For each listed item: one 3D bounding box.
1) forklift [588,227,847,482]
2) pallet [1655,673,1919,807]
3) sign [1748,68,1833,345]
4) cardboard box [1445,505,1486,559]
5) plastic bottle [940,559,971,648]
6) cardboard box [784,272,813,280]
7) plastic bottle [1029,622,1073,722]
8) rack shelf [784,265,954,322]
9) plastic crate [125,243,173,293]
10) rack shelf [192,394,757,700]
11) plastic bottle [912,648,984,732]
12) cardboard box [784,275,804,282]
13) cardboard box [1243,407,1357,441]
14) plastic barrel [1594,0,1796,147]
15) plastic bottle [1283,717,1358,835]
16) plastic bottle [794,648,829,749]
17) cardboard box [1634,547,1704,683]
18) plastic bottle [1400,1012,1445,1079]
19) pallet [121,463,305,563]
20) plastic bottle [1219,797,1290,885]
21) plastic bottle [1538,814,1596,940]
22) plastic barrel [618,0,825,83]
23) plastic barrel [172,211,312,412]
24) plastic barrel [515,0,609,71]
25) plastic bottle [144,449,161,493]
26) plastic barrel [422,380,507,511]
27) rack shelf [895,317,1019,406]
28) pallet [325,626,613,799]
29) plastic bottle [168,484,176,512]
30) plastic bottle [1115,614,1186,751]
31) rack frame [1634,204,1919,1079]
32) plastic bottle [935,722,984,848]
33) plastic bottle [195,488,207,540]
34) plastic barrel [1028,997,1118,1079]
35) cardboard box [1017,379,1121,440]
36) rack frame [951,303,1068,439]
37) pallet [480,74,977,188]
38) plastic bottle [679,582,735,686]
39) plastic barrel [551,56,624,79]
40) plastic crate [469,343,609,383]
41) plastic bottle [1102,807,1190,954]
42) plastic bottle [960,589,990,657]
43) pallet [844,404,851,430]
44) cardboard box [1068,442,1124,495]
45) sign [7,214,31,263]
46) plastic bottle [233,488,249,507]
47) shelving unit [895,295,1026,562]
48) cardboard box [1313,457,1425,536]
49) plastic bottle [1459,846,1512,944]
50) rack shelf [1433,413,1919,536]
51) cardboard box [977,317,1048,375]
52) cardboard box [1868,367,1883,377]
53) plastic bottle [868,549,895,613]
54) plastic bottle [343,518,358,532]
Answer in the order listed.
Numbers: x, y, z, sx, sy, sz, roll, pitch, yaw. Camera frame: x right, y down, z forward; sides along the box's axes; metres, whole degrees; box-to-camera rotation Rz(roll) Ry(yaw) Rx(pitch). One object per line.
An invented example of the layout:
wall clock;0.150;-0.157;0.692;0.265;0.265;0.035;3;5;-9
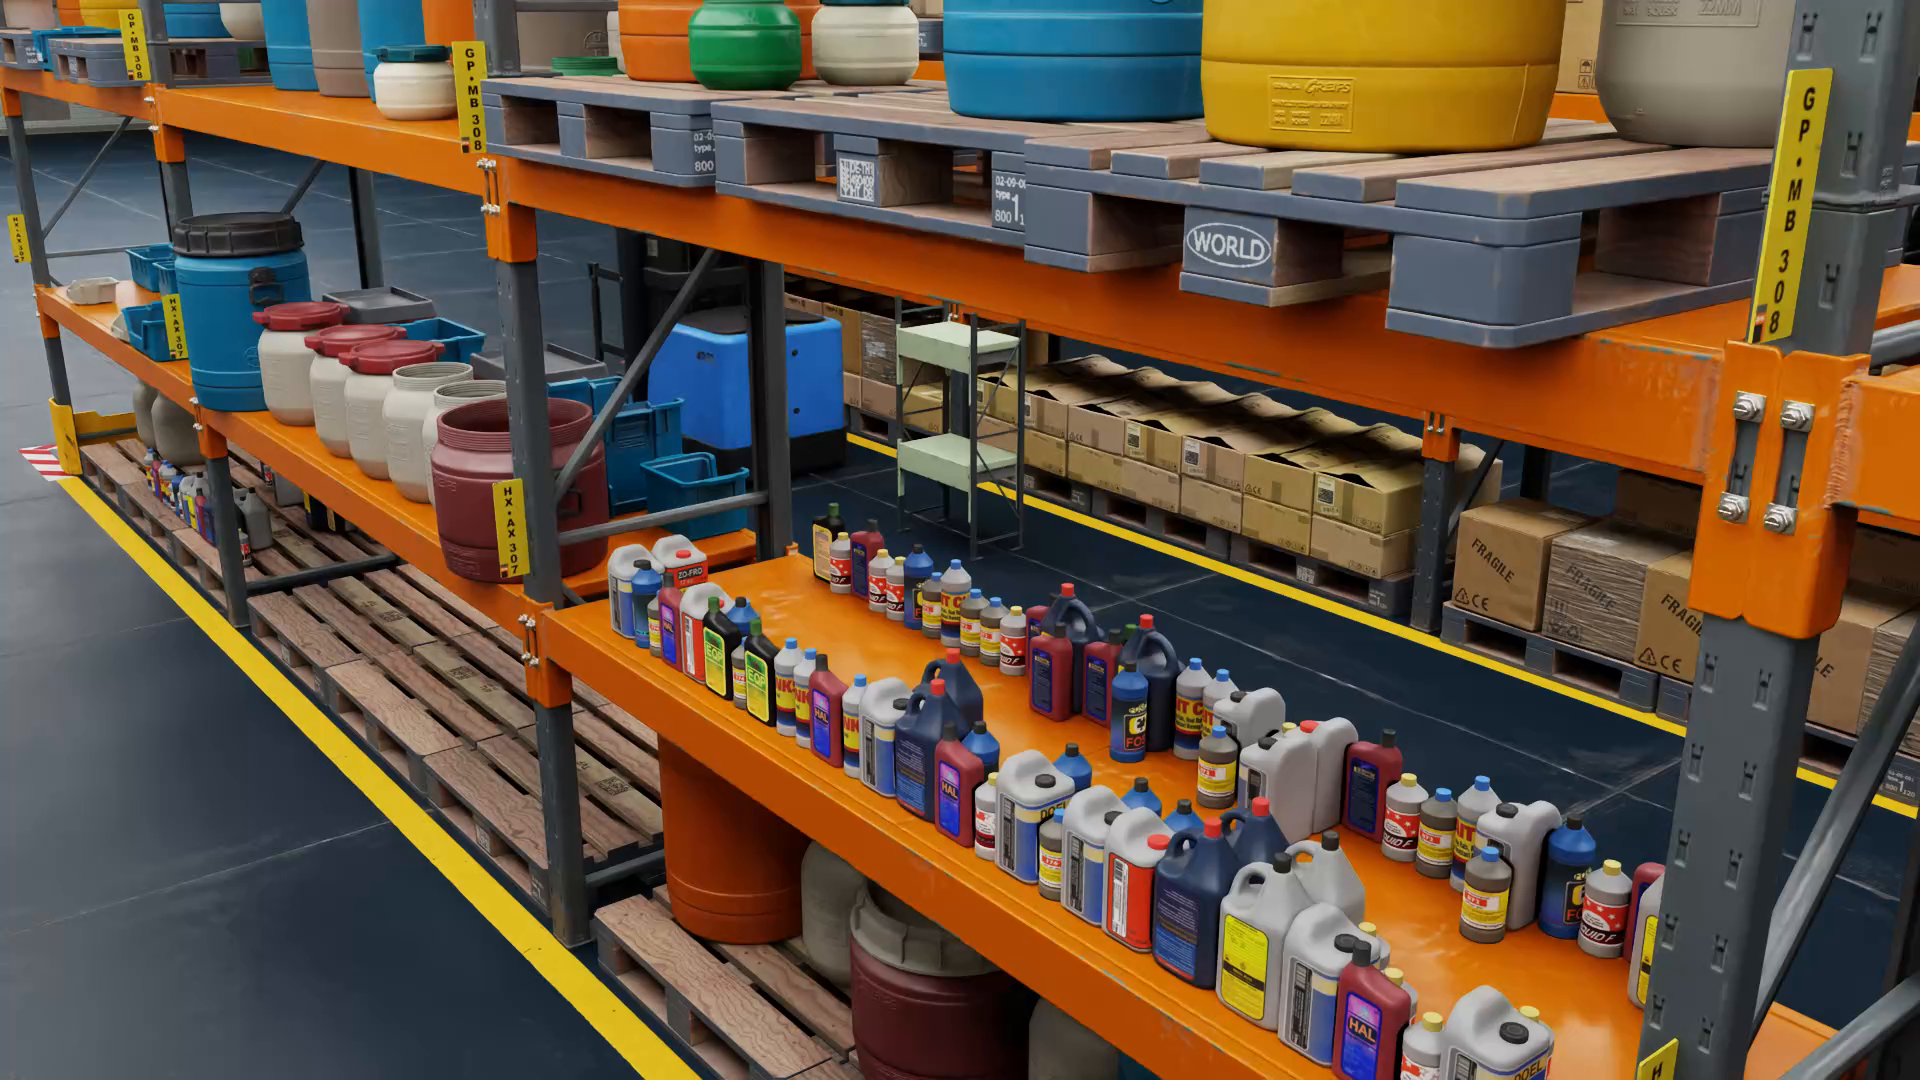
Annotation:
forklift;-2.130;-2.162;12.229;1.130;2.935;3.031;-15;23;-37
pallet;4.032;0.782;7.667;1.003;0.211;1.213;-14;23;-36
sign;1.010;-0.404;2.024;0.100;0.325;0.005;-14;23;-36
cardboard box;2.749;-0.114;9.642;0.500;0.250;0.500;-14;23;-36
plastic bottle;-0.013;0.194;5.209;0.097;0.271;0.097;0;18;0
cardboard box;-1.556;-2.181;14.691;0.500;0.500;0.500;-14;23;-36
plastic bottle;0.256;0.359;4.692;0.061;0.283;0.133;-14;23;-36
rack shelf;-0.881;-2.171;13.291;1.077;0.370;4.000;-14;23;-36
plastic crate;-5.463;-1.904;11.577;0.499;0.251;0.616;-14;23;-36
rack shelf;-2.283;-0.220;7.398;1.077;0.370;4.000;-14;23;-36
plastic bottle;-0.033;0.444;4.328;0.144;0.351;0.185;-14;23;-36
cardboard box;-1.652;-1.957;14.014;0.500;0.500;0.500;-14;23;-36
cardboard box;2.102;-0.635;10.321;0.500;0.311;0.500;-15;23;-38
plastic barrel;1.312;-0.949;2.800;0.433;0.535;0.433;0;18;0
plastic bottle;0.879;0.560;4.097;0.152;0.276;0.135;-14;23;-36
plastic bottle;-0.401;0.424;4.514;0.097;0.271;0.097;0;18;0
cardboard box;3.540;0.364;7.767;0.500;0.500;0.500;-14;23;-37
plastic bottle;0.851;0.955;3.024;0.097;0.201;0.097;0;18;0
pallet;-4.670;-0.205;10.644;1.003;0.211;1.213;-14;23;-36
plastic bottle;0.614;0.705;3.541;0.144;0.351;0.185;-14;23;-36
plastic bottle;1.320;0.723;3.611;0.097;0.271;0.097;0;18;0
plastic barrel;-0.691;-1.755;4.767;0.600;0.830;0.708;-14;23;-36
plastic barrel;-3.522;-1.137;8.228;0.600;0.901;0.708;-14;23;-36
plastic barrel;-1.381;-1.975;5.985;0.600;0.901;0.600;0;18;0
plastic bottle;-5.126;-0.446;10.577;0.097;0.271;0.097;0;18;0
plastic barrel;-1.847;-0.333;6.419;0.421;0.512;0.421;0;18;0
rack shelf;-0.004;-1.084;10.009;0.431;0.370;0.720;-14;23;-36
pallet;-2.245;0.757;7.742;1.003;0.211;1.213;-14;23;-36
plastic bottle;-4.790;-0.279;10.184;0.097;0.201;0.097;0;18;0
plastic bottle;0.518;0.379;4.524;0.144;0.351;0.185;-14;23;-36
rack frame;1.443;0.917;2.820;1.000;3.000;0.127;-14;23;-36
plastic bottle;-0.002;0.586;4.006;0.061;0.283;0.133;-14;23;-36
plastic bottle;-4.403;-0.155;9.680;0.061;0.283;0.133;-12;22;-33
plastic barrel;0.398;1.431;4.560;0.421;0.512;0.421;0;18;0
cardboard box;0.729;-0.905;11.138;0.500;0.311;0.500;-14;23;-37
rack frame;0.361;-2.020;11.690;1.000;3.000;0.127;-14;23;-36
pallet;-0.643;-1.195;4.728;1.003;0.211;1.213;-14;23;-36
plastic bottle;-0.738;0.274;4.959;0.152;0.276;0.135;-14;23;-36
plastic barrel;-1.234;-1.469;5.503;0.294;0.245;0.294;0;18;0
plastic crate;-1.804;-0.556;7.169;0.402;0.464;0.583;-14;23;-36
plastic bottle;0.405;0.728;3.589;0.152;0.276;0.135;-14;23;-36
plastic bottle;0.048;0.251;5.148;0.097;0.201;0.097;0;18;0
pallet;-0.862;-1.201;13.653;1.003;0.211;1.213;-14;23;-36
cardboard box;1.057;-0.513;10.845;0.500;0.250;0.500;-15;23;-38
sign;-6.442;-2.065;11.385;0.100;0.325;0.005;-14;23;-36
plastic bottle;-4.169;-0.155;9.690;0.152;0.276;0.135;-14;23;-36
shelving unit;-0.004;-0.714;10.132;0.431;1.500;0.755;-14;23;-36
cardboard box;2.326;-0.275;9.236;0.500;0.311;0.500;-13;22;-35
plastic bottle;1.141;0.762;3.605;0.097;0.201;0.097;0;18;0
rack shelf;4.086;-0.200;7.338;1.077;0.370;4.000;-14;23;-36
cardboard box;0.318;-1.445;12.468;0.500;0.500;0.500;-14;23;-36
cardboard box;3.742;-0.885;7.436;0.700;0.500;0.500;-9;20;-26
plastic bottle;-0.255;0.131;5.510;0.097;0.201;0.097;0;18;0
plastic bottle;-3.601;-0.208;9.852;0.152;0.276;0.135;-13;22;-34
